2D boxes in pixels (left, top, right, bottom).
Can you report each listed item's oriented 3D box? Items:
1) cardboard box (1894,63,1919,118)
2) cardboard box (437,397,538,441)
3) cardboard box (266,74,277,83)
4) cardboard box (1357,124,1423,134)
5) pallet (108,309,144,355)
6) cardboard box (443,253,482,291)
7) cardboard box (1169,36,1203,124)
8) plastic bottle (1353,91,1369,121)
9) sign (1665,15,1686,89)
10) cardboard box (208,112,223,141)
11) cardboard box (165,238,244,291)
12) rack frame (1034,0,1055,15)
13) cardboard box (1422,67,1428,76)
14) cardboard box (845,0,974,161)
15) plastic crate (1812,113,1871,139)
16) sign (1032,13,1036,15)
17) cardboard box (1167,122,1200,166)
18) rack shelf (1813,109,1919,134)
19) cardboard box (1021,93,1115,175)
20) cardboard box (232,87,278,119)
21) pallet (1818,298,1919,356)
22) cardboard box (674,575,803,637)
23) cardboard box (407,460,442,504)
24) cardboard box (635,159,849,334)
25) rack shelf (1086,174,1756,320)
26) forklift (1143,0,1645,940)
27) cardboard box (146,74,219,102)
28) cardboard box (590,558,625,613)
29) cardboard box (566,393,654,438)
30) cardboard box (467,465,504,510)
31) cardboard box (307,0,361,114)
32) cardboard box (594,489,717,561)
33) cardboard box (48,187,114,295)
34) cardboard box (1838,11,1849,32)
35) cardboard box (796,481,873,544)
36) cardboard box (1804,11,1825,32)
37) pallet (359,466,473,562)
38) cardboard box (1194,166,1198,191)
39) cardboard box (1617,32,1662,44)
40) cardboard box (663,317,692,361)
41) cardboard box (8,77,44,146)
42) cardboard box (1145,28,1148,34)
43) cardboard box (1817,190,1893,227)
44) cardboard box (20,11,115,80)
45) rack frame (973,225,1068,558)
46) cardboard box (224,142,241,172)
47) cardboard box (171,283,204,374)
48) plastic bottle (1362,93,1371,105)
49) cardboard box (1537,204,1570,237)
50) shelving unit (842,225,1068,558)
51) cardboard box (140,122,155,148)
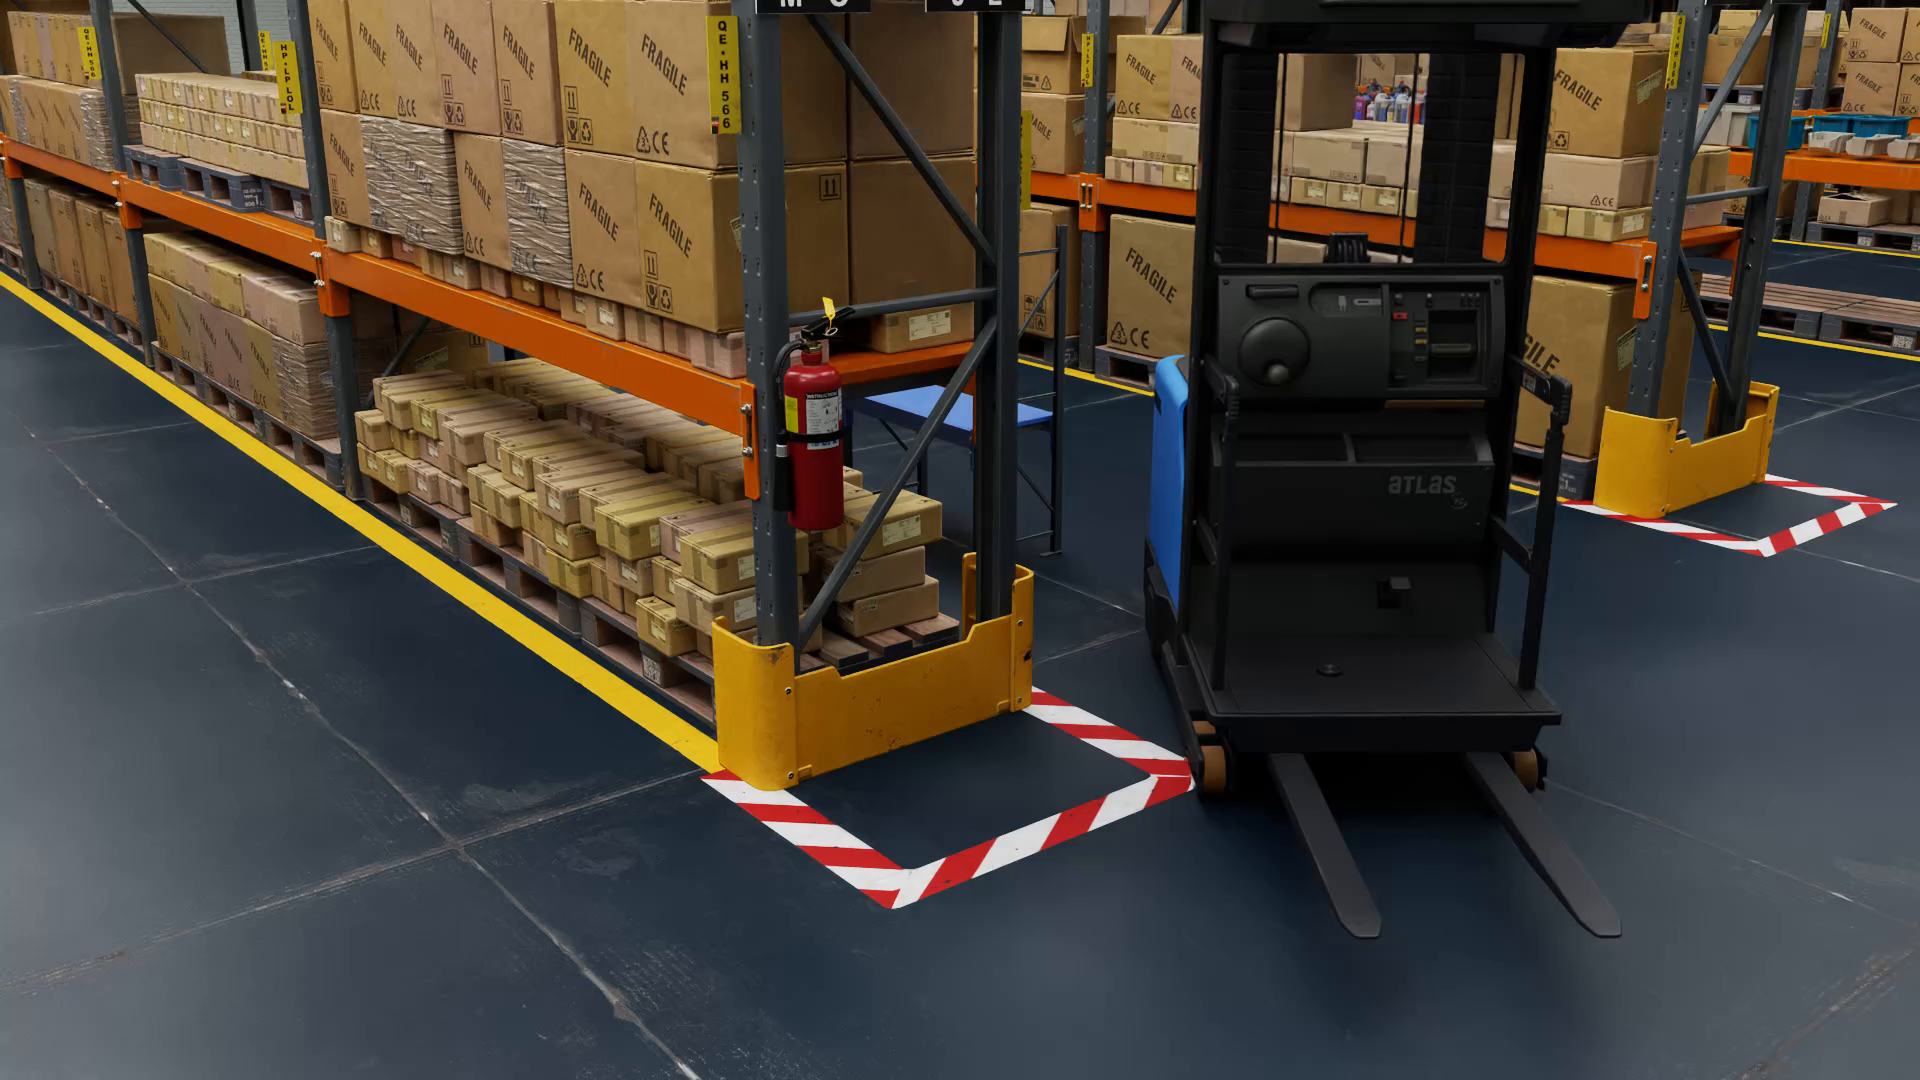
[{"bbox_3d":[9.429,-4.341,16.043,0.500,0.500,0.500,-13,23,-35],"label":"cardboard box"},{"bbox_3d":[-2.162,-0.534,7.623,0.380,0.149,0.250,-15,23,-38],"label":"cardboard box"},{"bbox_3d":[-4.216,-2.913,10.672,0.380,0.149,0.250,-13,22,-34],"label":"cardboard box"},{"bbox_3d":[2.670,-2.300,9.802,0.500,0.250,0.500,-15,23,-37],"label":"cardboard box"},{"bbox_3d":[-5.627,-1.593,12.339,1.003,0.211,1.213,-14,23,-36],"label":"pallet"},{"bbox_3d":[-1.938,-1.155,6.977,0.380,0.149,0.250,-13,22,-34],"label":"cardboard box"},{"bbox_3d":[1.634,-2.801,10.122,0.500,0.500,0.500,-14,23,-36],"label":"cardboard box"},{"bbox_3d":[3.675,-3.964,15.247,0.061,0.283,0.133,-14,23,-36],"label":"plastic bottle"},{"bbox_3d":[3.287,-2.240,7.636,0.100,0.325,0.005,-14,23,-36],"label":"sign"},{"bbox_3d":[-4.082,-2.388,9.562,0.380,0.149,0.250,-13,22,-34],"label":"cardboard box"},{"bbox_3d":[-4.643,-1.735,10.445,0.500,0.250,0.500,-14,23,-37],"label":"cardboard box"},{"bbox_3d":[1.555,-7.555,25.907,1.000,3.000,0.127,-14,23,-36],"label":"rack frame"},{"bbox_3d":[6.119,-5.800,20.748,0.500,0.311,0.500,-14,23,-37],"label":"cardboard box"},{"bbox_3d":[-0.300,-1.563,5.587,0.500,0.500,0.500,-14,23,-36],"label":"cardboard box"},{"bbox_3d":[6.705,-3.119,12.682,0.416,0.233,0.300,-14,23,-36],"label":"plastic crate"},{"bbox_3d":[1.116,-7.897,25.436,0.100,0.325,0.005,-14,23,-36],"label":"sign"},{"bbox_3d":[1.629,-2.445,10.241,0.500,0.250,0.500,-14,23,-36],"label":"cardboard box"},{"bbox_3d":[10.247,-3.764,15.602,1.077,0.370,4.000,-14,23,-36],"label":"rack shelf"},{"bbox_3d":[0.733,-2.775,11.313,0.500,0.500,0.500,-14,23,-36],"label":"cardboard box"},{"bbox_3d":[-3.755,-2.402,9.130,0.380,0.149,0.250,-15,23,-38],"label":"cardboard box"},{"bbox_3d":[7.122,-1.534,12.159,1.003,0.211,1.213,-14,23,-36],"label":"pallet"},{"bbox_3d":[-0.781,0.201,5.876,0.380,0.149,0.250,-15,23,-38],"label":"cardboard box"},{"bbox_3d":[-2.378,-0.299,7.862,0.380,0.149,0.250,-14,23,-36],"label":"cardboard box"},{"bbox_3d":[-0.710,-0.986,5.436,0.500,0.500,0.500,-13,23,-35],"label":"cardboard box"},{"bbox_3d":[2.480,-1.831,9.766,1.077,0.370,4.000,-14,23,-36],"label":"rack shelf"},{"bbox_3d":[1.308,-0.664,5.204,1.130,2.935,3.031,0,18,-1],"label":"forklift"},{"bbox_3d":[-4.893,-2.853,10.493,0.380,0.149,0.250,-15,23,-38],"label":"cardboard box"},{"bbox_3d":[-1.219,0.144,6.522,0.380,0.149,0.250,-14,23,-36],"label":"cardboard box"},{"bbox_3d":[-1.598,-0.571,7.736,0.380,0.149,0.250,-15,24,-39],"label":"cardboard box"},{"bbox_3d":[-1.907,-0.246,7.228,0.380,0.149,0.250,-14,23,-37],"label":"cardboard box"},{"bbox_3d":[-2.624,-2.227,7.594,0.500,0.500,0.500,-13,23,-35],"label":"cardboard box"},{"bbox_3d":[-1.128,-0.059,6.188,0.380,0.149,0.250,-15,23,-37],"label":"cardboard box"},{"bbox_3d":[-6.628,-2.451,13.405,1.050,0.750,0.750,-14,23,-36],"label":"cardboard box"},{"bbox_3d":[11.452,-6.564,21.058,0.500,0.250,0.500,-15,23,-37],"label":"cardboard box"},{"bbox_3d":[-0.554,-0.105,6.329,0.380,0.149,0.250,-13,23,-35],"label":"cardboard box"},{"bbox_3d":[11.131,-6.689,21.434,0.500,0.250,0.500,-14,23,-36],"label":"cardboard box"},{"bbox_3d":[-2.268,-0.240,8.252,1.003,0.211,1.213,-14,23,-36],"label":"pallet"},{"bbox_3d":[1.653,-2.215,10.179,0.380,0.149,0.250,-15,23,-38],"label":"cardboard box"},{"bbox_3d":[7.420,-5.435,18.677,0.700,0.500,0.500,-9,20,-26],"label":"cardboard box"},{"bbox_3d":[-0.778,-0.711,5.639,0.380,0.149,0.250,-14,23,-36],"label":"cardboard box"},{"bbox_3d":[-7.251,-3.435,13.305,0.500,0.500,0.500,-14,23,-36],"label":"cardboard box"},{"bbox_3d":[2.747,-7.328,24.031,0.380,0.149,0.250,-13,22,-34],"label":"cardboard box"},{"bbox_3d":[9.097,-3.385,16.891,0.500,0.311,0.500,-14,23,-36],"label":"cardboard box"},{"bbox_3d":[-7.046,-3.968,13.326,0.700,0.500,0.500,-14,23,-37],"label":"cardboard box"},{"bbox_3d":[0.263,-0.608,7.312,0.500,1.500,0.032,-14,23,-36],"label":"rack frame"},{"bbox_3d":[-3.926,-2.182,9.413,0.380,0.149,0.250,-13,22,-34],"label":"cardboard box"},{"bbox_3d":[-4.642,-1.374,10.548,0.500,0.500,0.500,-14,23,-35],"label":"cardboard box"},{"bbox_3d":[3.726,-3.978,15.309,0.097,0.271,0.097,0,18,0],"label":"plastic bottle"},{"bbox_3d":[3.079,-1.648,8.467,0.380,0.149,0.250,-14,23,-36],"label":"cardboard box"},{"bbox_3d":[-0.053,-0.733,7.690,0.538,1.500,1.048,-14,23,-36],"label":"shelving unit"},{"bbox_3d":[-5.077,-2.639,10.791,0.380,0.149,0.250,-14,23,-37],"label":"cardboard box"}]
